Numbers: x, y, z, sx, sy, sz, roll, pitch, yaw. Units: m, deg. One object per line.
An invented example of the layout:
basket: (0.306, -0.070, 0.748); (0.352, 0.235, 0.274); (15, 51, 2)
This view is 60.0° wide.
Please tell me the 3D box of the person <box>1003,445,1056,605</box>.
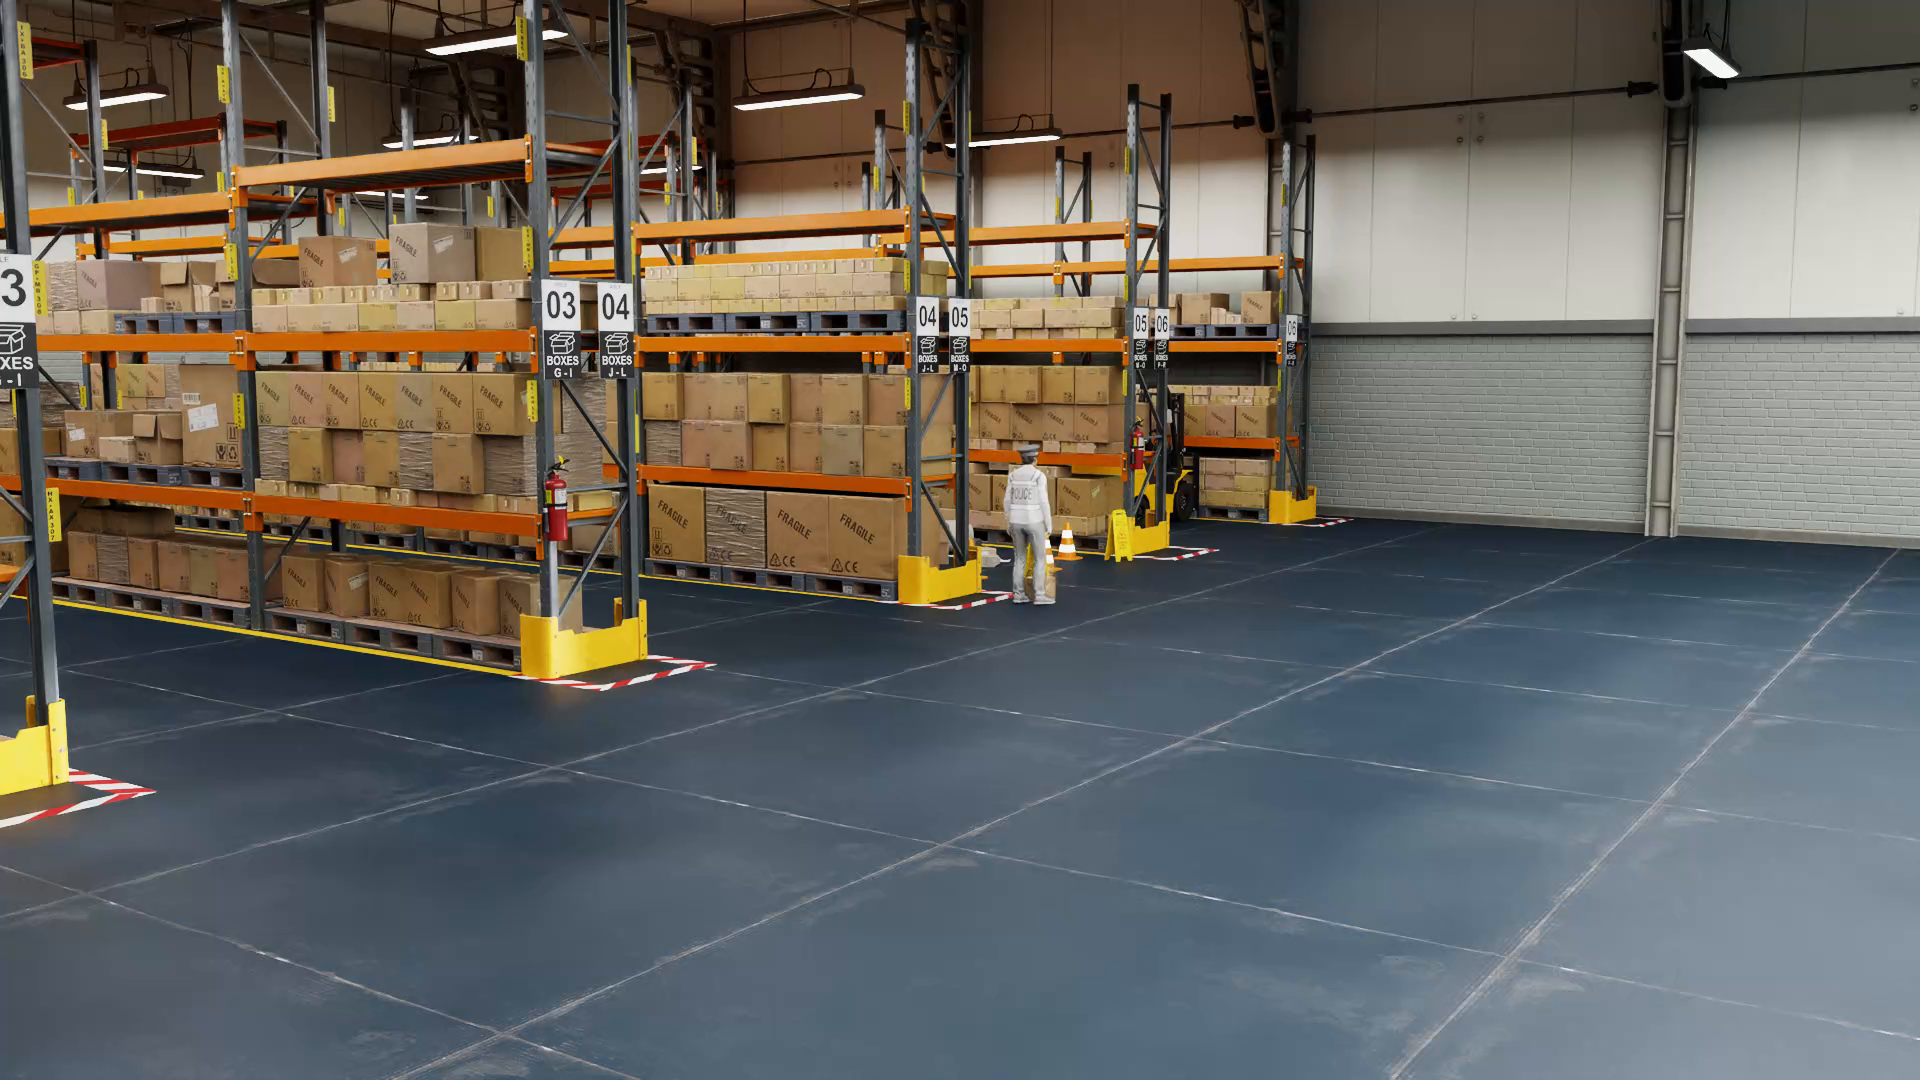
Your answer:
person: (0.713, -0.159, 17.407); (0.540, 1.661, 0.374); (4, 7, 30)
